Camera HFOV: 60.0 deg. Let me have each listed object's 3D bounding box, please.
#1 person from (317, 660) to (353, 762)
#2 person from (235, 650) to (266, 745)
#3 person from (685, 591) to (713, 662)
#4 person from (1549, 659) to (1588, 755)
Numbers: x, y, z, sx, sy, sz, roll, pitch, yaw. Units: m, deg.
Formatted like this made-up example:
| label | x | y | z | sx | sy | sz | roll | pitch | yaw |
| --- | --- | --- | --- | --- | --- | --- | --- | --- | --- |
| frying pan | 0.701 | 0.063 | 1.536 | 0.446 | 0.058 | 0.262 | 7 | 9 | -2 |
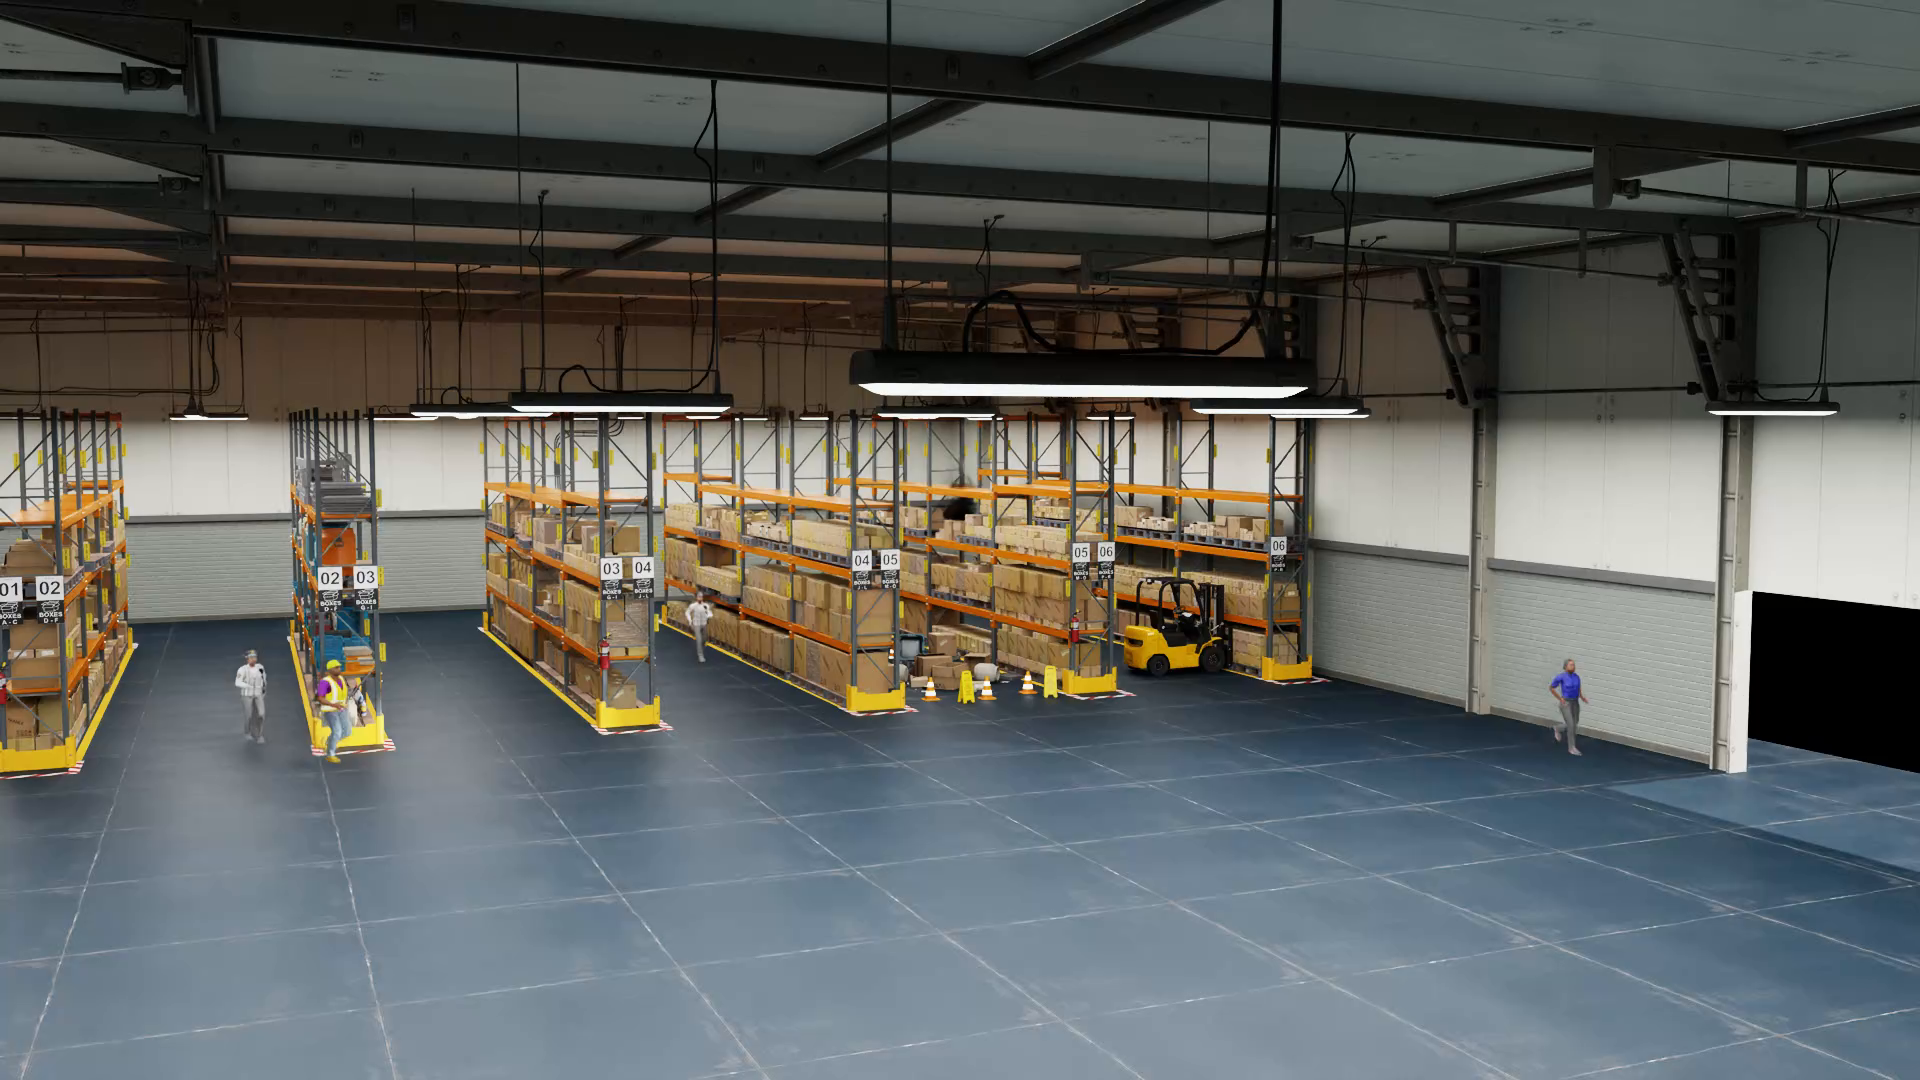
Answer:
| label | x | y | z | sx | sy | sz | roll | pitch | yaw |
| --- | --- | --- | --- | --- | --- | --- | --- | --- | --- |
| person | -10.565 | 2.890 | 28.179 | 0.604 | 1.728 | 0.757 | 1 | 4 | 17 |
| person | -12.647 | 2.811 | 29.725 | 0.562 | 1.727 | 0.716 | -3 | 5 | -34 |
| person | -6.268 | 2.063 | 40.088 | 0.622 | 1.671 | 0.887 | -2 | 4 | -24 |
| person | 10.589 | 2.891 | 29.027 | 0.577 | 1.643 | 0.760 | -1 | 4 | -20 |
